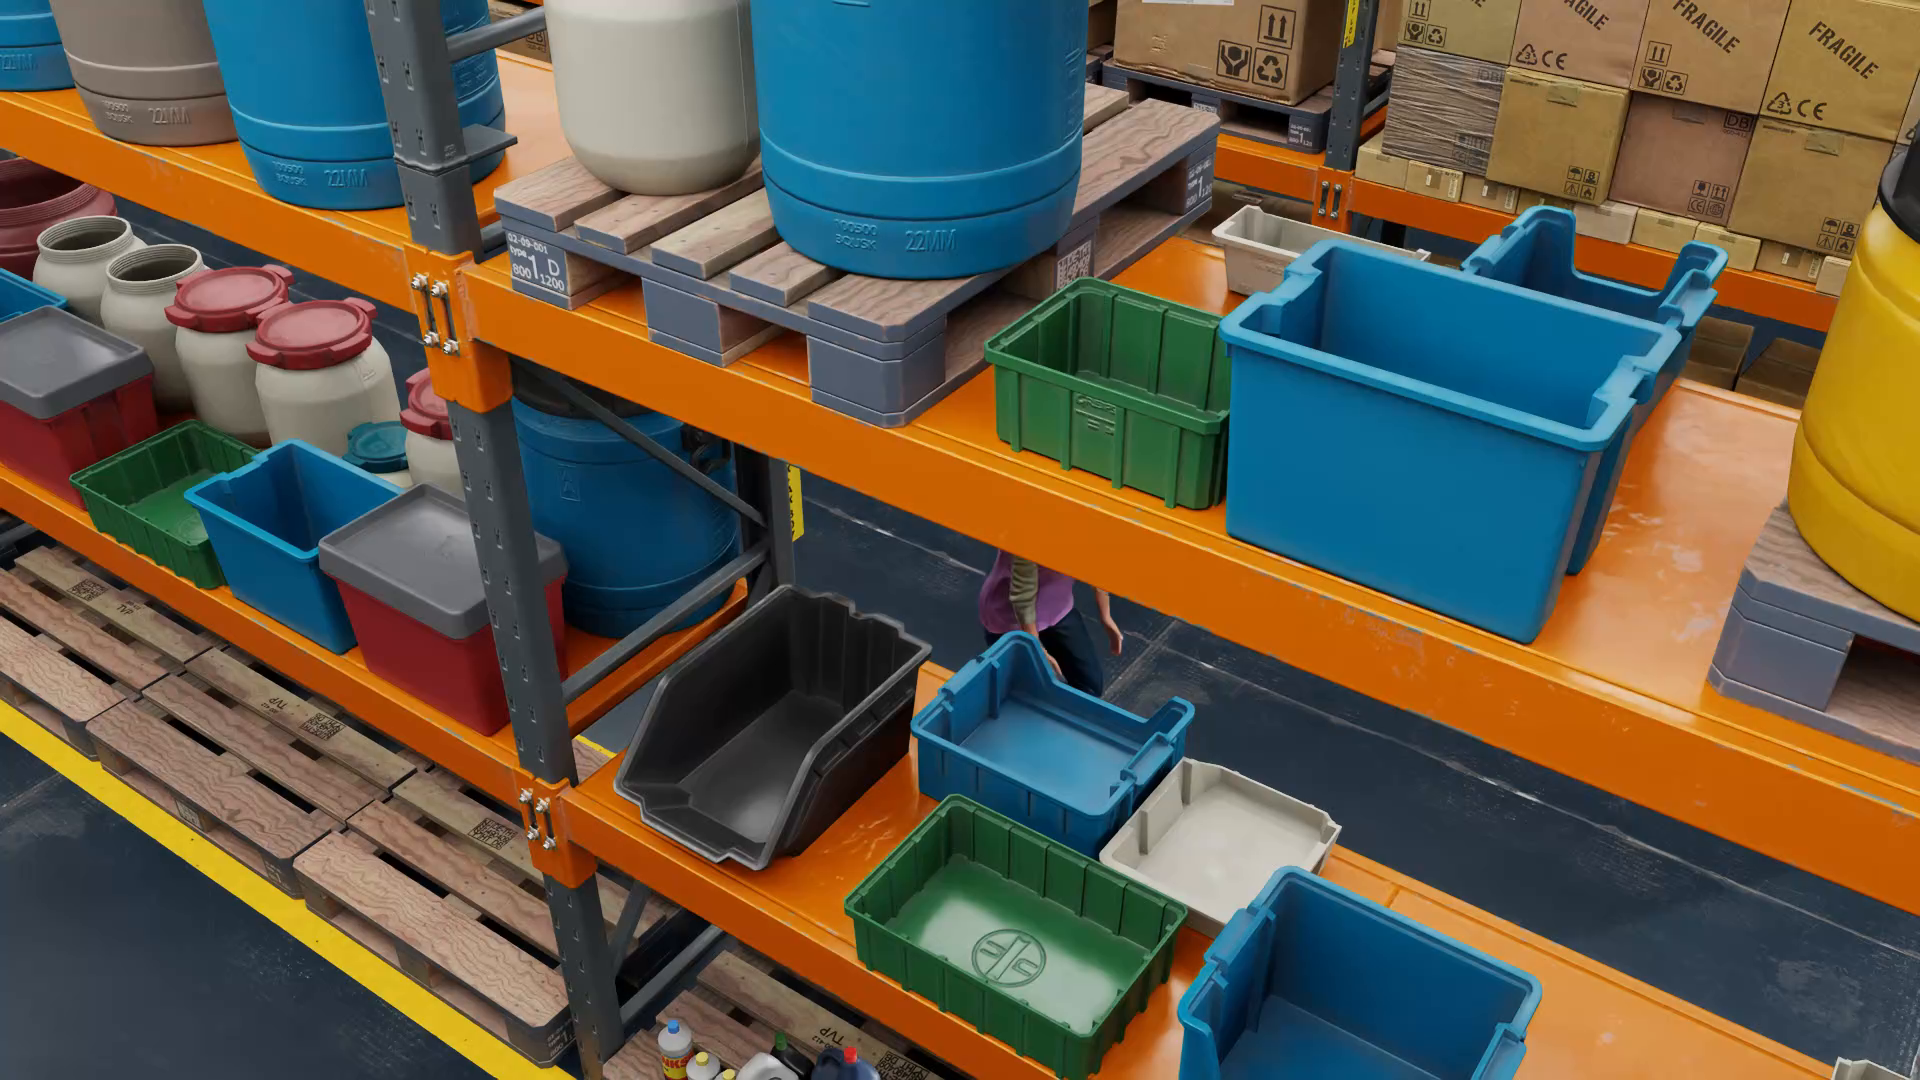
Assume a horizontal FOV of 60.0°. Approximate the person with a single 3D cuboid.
[{"bbox_3d":[0.338,0.363,5.879,0.462,1.325,0.639,-28,44,-34],"label":"person"}]
